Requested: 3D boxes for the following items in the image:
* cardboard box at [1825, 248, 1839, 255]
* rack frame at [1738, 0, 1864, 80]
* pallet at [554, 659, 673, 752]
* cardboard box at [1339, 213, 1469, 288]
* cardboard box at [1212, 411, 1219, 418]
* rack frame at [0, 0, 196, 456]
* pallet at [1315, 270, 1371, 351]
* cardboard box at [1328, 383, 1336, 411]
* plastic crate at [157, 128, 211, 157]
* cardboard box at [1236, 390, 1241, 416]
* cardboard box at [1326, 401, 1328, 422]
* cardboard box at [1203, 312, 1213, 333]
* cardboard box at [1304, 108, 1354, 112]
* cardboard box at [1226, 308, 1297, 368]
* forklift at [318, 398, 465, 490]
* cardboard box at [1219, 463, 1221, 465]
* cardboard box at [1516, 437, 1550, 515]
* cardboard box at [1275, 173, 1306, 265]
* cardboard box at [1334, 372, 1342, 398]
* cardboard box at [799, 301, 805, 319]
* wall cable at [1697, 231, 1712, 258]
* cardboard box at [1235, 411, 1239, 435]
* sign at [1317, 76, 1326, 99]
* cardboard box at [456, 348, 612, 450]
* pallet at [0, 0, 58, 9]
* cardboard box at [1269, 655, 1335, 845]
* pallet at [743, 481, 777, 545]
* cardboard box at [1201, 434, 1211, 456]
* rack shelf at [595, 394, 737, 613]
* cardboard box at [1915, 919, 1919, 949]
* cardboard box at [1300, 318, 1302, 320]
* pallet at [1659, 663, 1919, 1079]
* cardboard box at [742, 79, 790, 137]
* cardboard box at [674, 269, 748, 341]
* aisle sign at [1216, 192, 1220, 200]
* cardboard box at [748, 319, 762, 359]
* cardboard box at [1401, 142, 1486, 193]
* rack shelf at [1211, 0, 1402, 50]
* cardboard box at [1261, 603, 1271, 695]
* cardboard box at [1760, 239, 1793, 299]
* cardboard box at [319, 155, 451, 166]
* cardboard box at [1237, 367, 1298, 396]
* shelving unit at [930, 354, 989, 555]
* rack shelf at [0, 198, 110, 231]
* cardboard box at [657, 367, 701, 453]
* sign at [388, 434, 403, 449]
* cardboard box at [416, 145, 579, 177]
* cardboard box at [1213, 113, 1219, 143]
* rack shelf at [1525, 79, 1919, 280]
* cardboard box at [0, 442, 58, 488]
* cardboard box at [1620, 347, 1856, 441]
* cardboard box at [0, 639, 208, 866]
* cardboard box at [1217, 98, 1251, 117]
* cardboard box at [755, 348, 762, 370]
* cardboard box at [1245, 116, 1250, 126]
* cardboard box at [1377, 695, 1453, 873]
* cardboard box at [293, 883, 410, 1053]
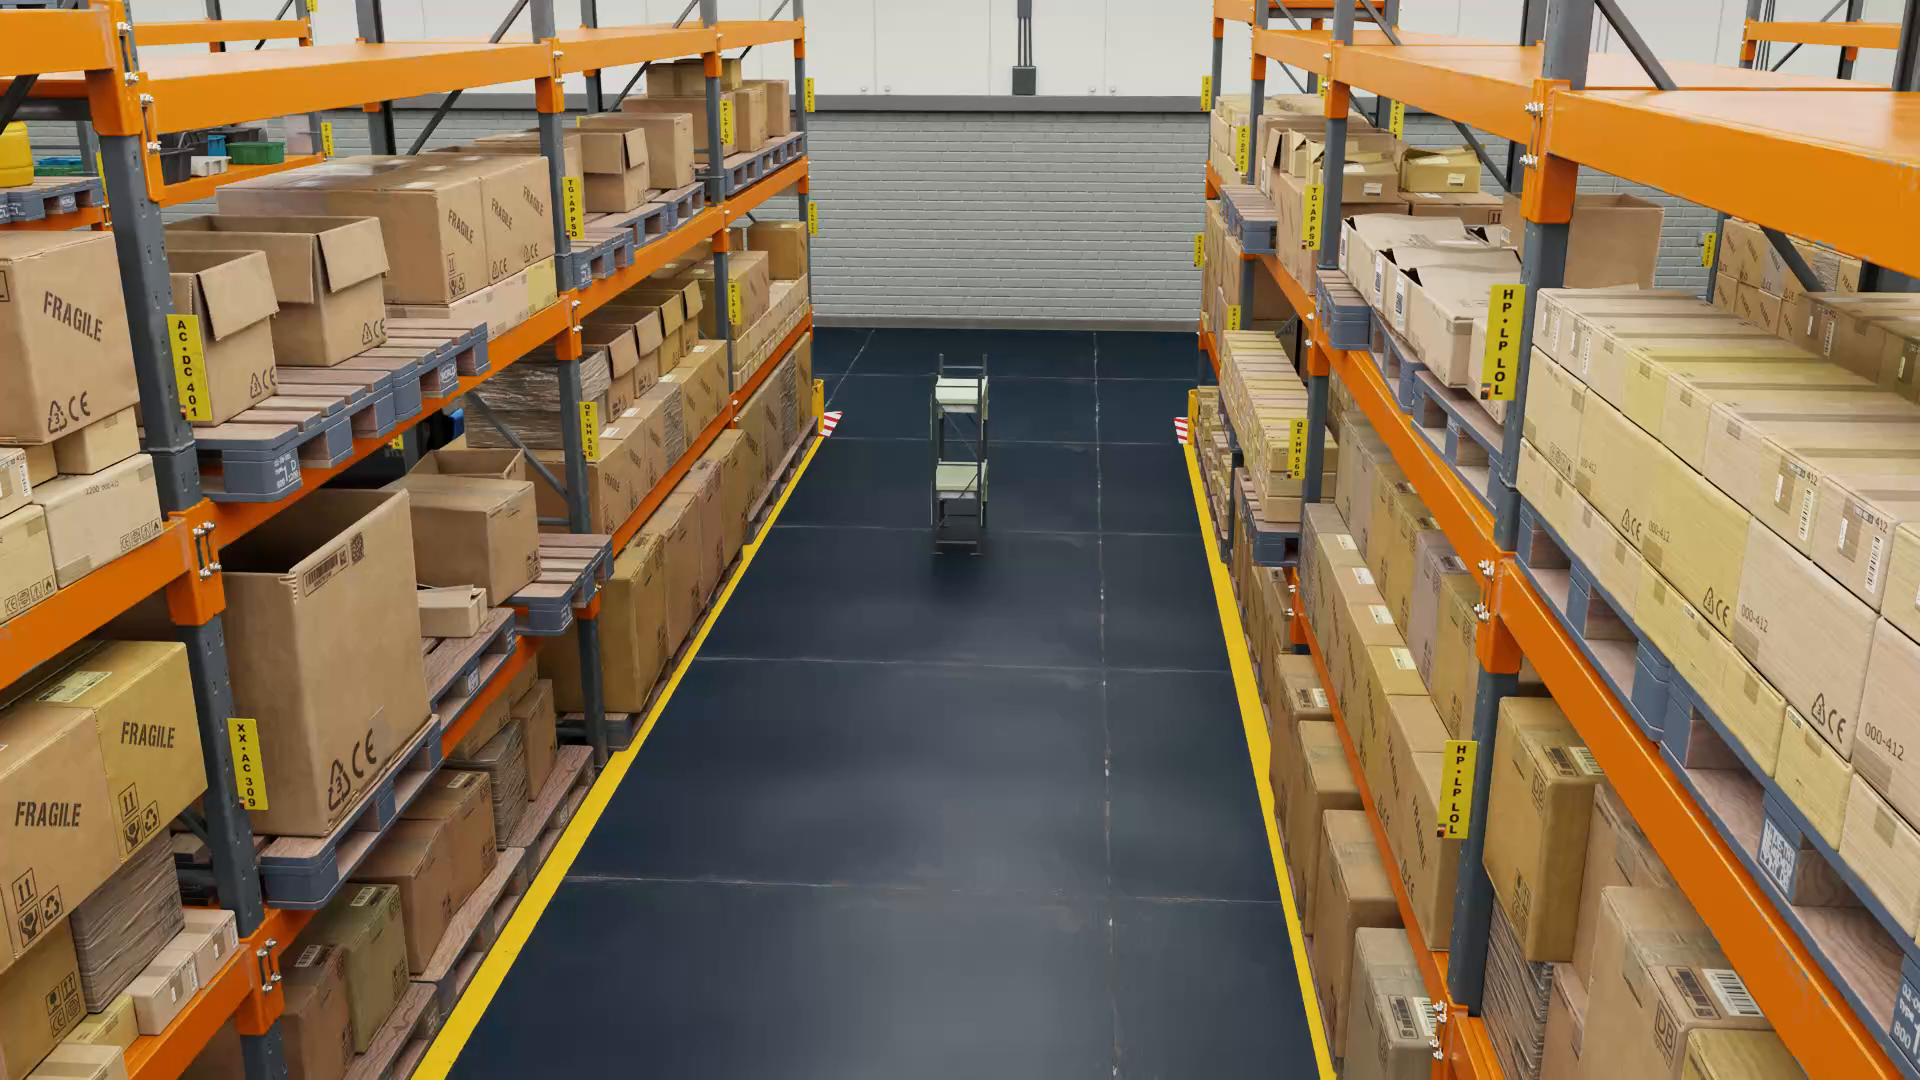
[{"bbox_3d":[7.432,-2.453,13.785,0.380,0.149,0.250,1,18,3],"label":"cardboard box"},{"bbox_3d":[7.859,-5.217,15.393,1.000,3.000,0.127,1,18,4],"label":"rack frame"},{"bbox_3d":[-2.467,0.979,10.596,1.003,0.211,1.213,1,18,4],"label":"pallet"},{"bbox_3d":[2.070,-1.371,7.781,0.500,0.311,0.500,1,18,4],"label":"cardboard box"},{"bbox_3d":[2.528,-1.089,15.379,0.380,0.149,0.250,2,18,6],"label":"cardboard box"},{"bbox_3d":[-2.885,-1.711,4.694,1.000,3.000,0.127,1,18,4],"label":"rack frame"},{"bbox_3d":[2.348,-1.095,7.934,1.213,0.211,1.003,2,18,6],"label":"pallet"},{"bbox_3d":[2.723,-0.972,11.323,0.380,0.149,0.250,0,18,1],"label":"cardboard box"},{"bbox_3d":[-7.349,-3.626,15.453,0.504,0.338,0.767,1,18,4],"label":"plastic crate"},{"bbox_3d":[2.052,-0.905,11.119,0.380,0.149,0.250,1,18,3],"label":"cardboard box"},{"bbox_3d":[2.741,-0.920,11.641,0.380,0.149,0.250,0,18,1],"label":"cardboard box"},{"bbox_3d":[2.515,-2.070,15.828,0.380,0.149,0.250,1,18,2],"label":"cardboard box"},{"bbox_3d":[3.033,-3.476,13.695,0.380,0.149,0.250,2,18,7],"label":"cardboard box"},{"bbox_3d":[2.381,-1.548,13.193,0.500,0.500,0.500,1,18,4],"label":"cardboard box"},{"bbox_3d":[-4.652,-1.168,12.780,1.130,2.935,3.031,1,18,2],"label":"forklift"},{"bbox_3d":[2.496,-0.700,14.669,0.380,0.149,0.250,0,18,1],"label":"cardboard box"},{"bbox_3d":[1.689,-0.166,4.364,0.380,0.149,0.250,1,18,3],"label":"cardboard box"},{"bbox_3d":[2.192,-1.927,10.010,0.500,0.500,0.500,1,18,4],"label":"cardboard box"},{"bbox_3d":[2.700,-1.032,11.029,0.380,0.149,0.250,0,18,1],"label":"cardboard box"},{"bbox_3d":[-1.739,-2.269,16.435,0.380,0.149,0.250,1,18,4],"label":"cardboard box"},{"bbox_3d":[9.656,-4.573,21.430,0.588,1.984,0.122,1,18,4],"label":"wall cable"},{"bbox_3d":[2.053,-0.765,11.171,0.380,0.149,0.250,1,18,3],"label":"cardboard box"},{"bbox_3d":[3.467,-4.273,15.907,0.100,0.325,0.005,1,18,4],"label":"sign"},{"bbox_3d":[-2.530,-0.854,9.940,0.797,0.503,0.637,2,18,6],"label":"cardboard box"},{"bbox_3d":[-7.281,-3.769,11.920,1.003,0.211,1.213,1,18,4],"label":"pallet"},{"bbox_3d":[2.208,1.096,8.700,1.050,0.750,0.750,1,18,3],"label":"cardboard box"},{"bbox_3d":[-2.179,-0.254,14.361,1.003,0.211,1.213,1,18,4],"label":"pallet"},{"bbox_3d":[2.482,-0.897,15.748,0.380,0.149,0.250,2,18,5],"label":"cardboard box"},{"bbox_3d":[-2.455,-0.382,11.427,1.077,0.370,4.000,1,18,4],"label":"rack shelf"},{"bbox_3d":[1.527,0.544,2.198,0.380,0.149,0.250,1,18,3],"label":"cardboard box"},{"bbox_3d":[2.904,-2.002,12.971,0.500,0.500,0.500,2,18,5],"label":"cardboard box"},{"bbox_3d":[1.895,0.530,2.813,1.003,0.211,1.213,1,18,4],"label":"pallet"},{"bbox_3d":[-2.009,-4.145,15.942,0.700,0.500,0.500,0,18,1],"label":"cardboard box"},{"bbox_3d":[-2.022,-1.915,13.508,0.500,0.500,0.500,1,18,4],"label":"cardboard box"},{"bbox_3d":[2.621,-3.710,16.253,0.394,0.787,0.004,1,18,4],"label":"aisle sign"},{"bbox_3d":[-1.976,-1.710,14.087,0.500,0.250,0.500,1,18,4],"label":"cardboard box"},{"bbox_3d":[2.682,-2.077,9.237,0.396,0.266,0.258,1,18,4],"label":"cardboard box"},{"bbox_3d":[2.772,-4.332,13.851,1.077,0.370,4.000,1,18,4],"label":"rack shelf"},{"bbox_3d":[2.169,0.656,10.443,0.500,0.500,0.500,2,18,6],"label":"cardboard box"},{"bbox_3d":[7.482,-2.426,14.742,0.500,0.500,0.500,1,18,3],"label":"cardboard box"},{"bbox_3d":[-2.889,-1.673,8.431,0.500,0.500,0.500,1,18,4],"label":"cardboard box"},{"bbox_3d":[2.049,-1.052,11.091,0.380,0.149,0.250,2,18,6],"label":"cardboard box"},{"bbox_3d":[0.000,-0.711,13.683,0.431,1.500,0.755,1,18,4],"label":"shelving unit"},{"bbox_3d":[-7.395,-1.918,11.298,1.077,0.370,4.000,1,18,4],"label":"rack shelf"},{"bbox_3d":[-2.146,-0.925,11.769,0.500,0.500,0.500,1,18,3],"label":"cardboard box"},{"bbox_3d":[-3.152,-0.664,9.274,0.100,0.325,0.005,1,18,4],"label":"sign"},{"bbox_3d":[-2.627,-1.968,9.454,0.797,0.503,0.637,2,18,7],"label":"cardboard box"},{"bbox_3d":[2.588,-3.744,15.154,0.500,0.250,0.500,1,18,3],"label":"cardboard box"},{"bbox_3d":[1.911,-0.416,2.539,1.077,0.370,4.000,1,18,4],"label":"rack shelf"},{"bbox_3d":[-2.731,-0.216,4.548,0.380,0.149,0.250,1,18,5],"label":"cardboard box"},{"bbox_3d":[1.636,-0.308,3.517,0.380,0.149,0.250,1,18,3],"label":"cardboard box"},{"bbox_3d":[-2.643,0.621,4.965,0.500,0.500,0.500,1,18,4],"label":"cardboard box"},{"bbox_3d":[2.518,-3.894,14.970,0.380,0.149,0.250,2,18,5],"label":"cardboard box"},{"bbox_3d":[-1.905,-1.555,14.256,0.380,0.149,0.250,1,18,2],"label":"cardboard box"},{"bbox_3d":[2.387,-3.170,12.760,0.380,0.149,0.250,2,18,5],"label":"cardboard box"},{"bbox_3d":[1.862,0.909,6.171,0.500,0.500,0.500,1,18,3],"label":"cardboard box"},{"bbox_3d":[-2.767,1.780,6.980,0.700,0.500,0.500,1,18,4],"label":"cardboard box"}]
